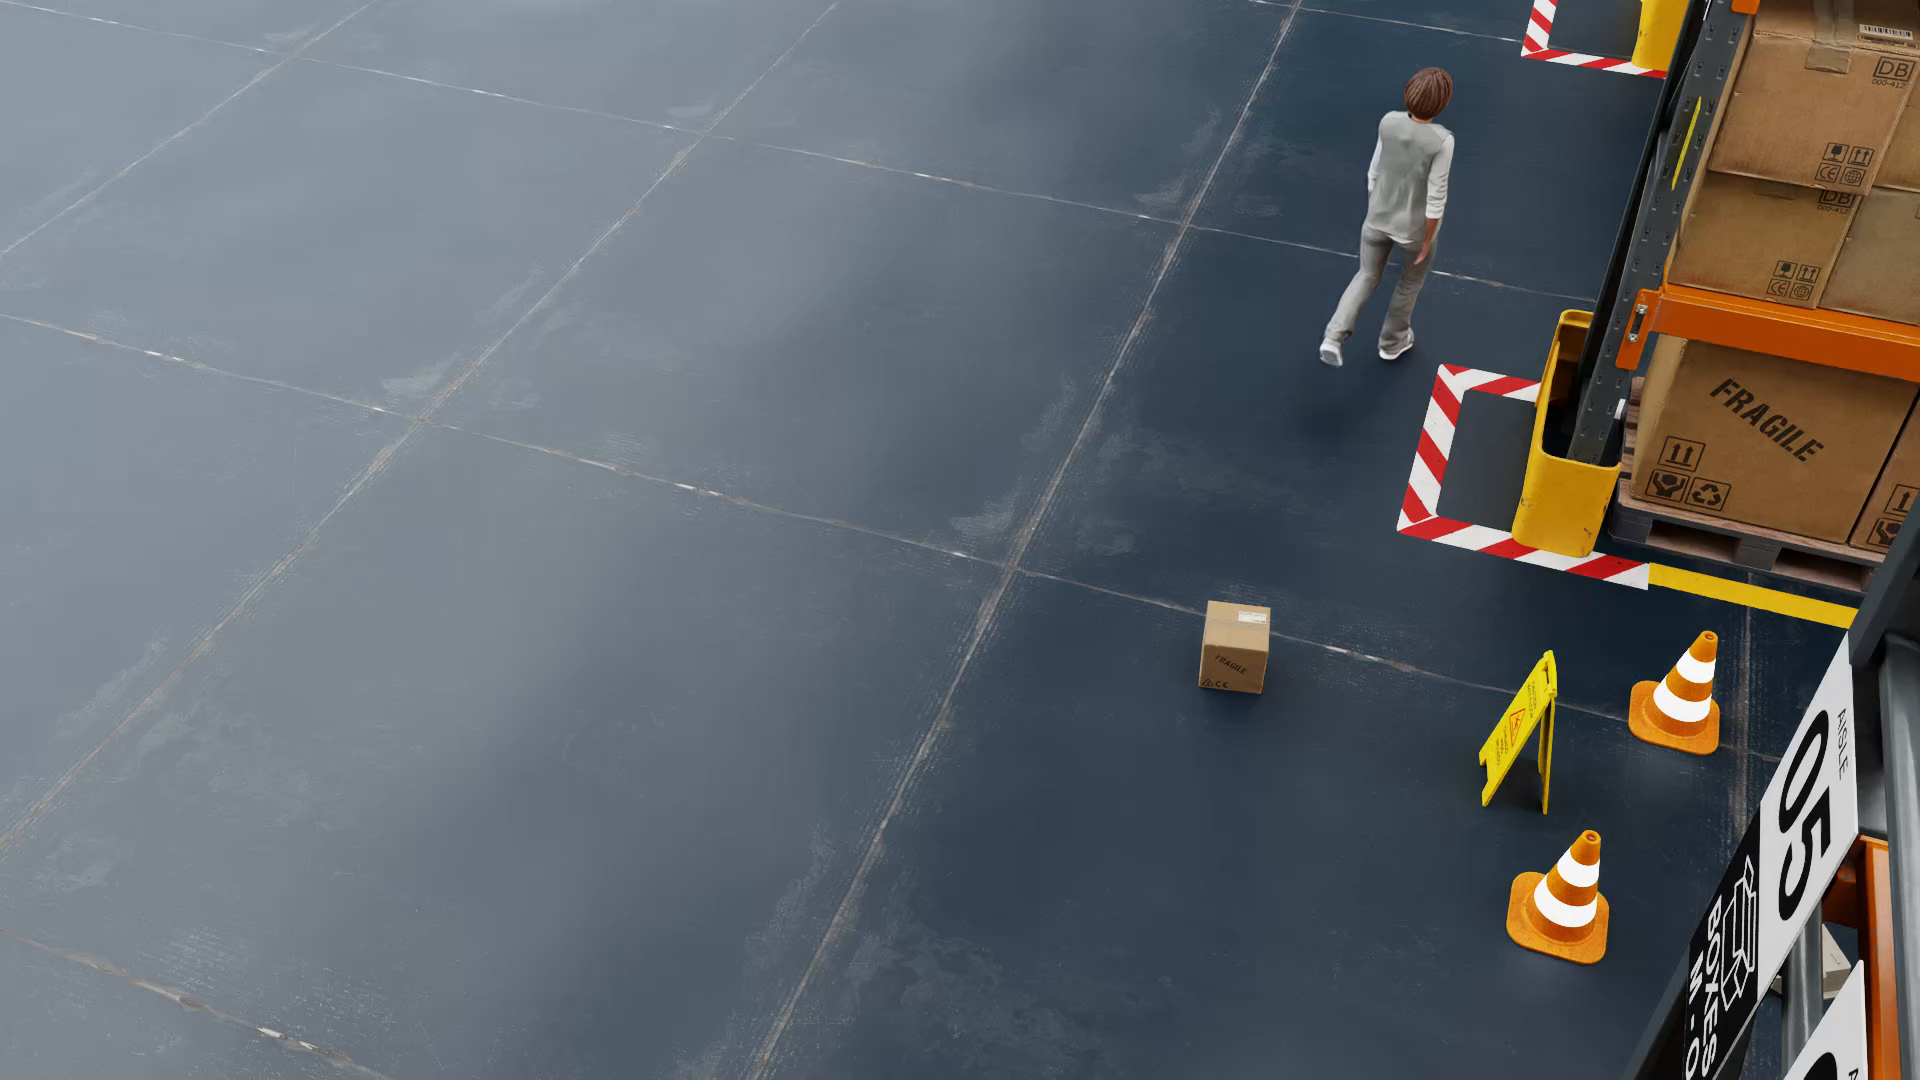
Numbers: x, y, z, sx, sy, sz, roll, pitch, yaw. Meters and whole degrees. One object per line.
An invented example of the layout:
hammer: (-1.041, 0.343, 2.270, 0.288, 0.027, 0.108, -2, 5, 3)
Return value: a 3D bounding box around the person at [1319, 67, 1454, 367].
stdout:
person: (2.031, -1.451, 7.752, 0.413, 1.580, 0.723, 27, 49, 27)
